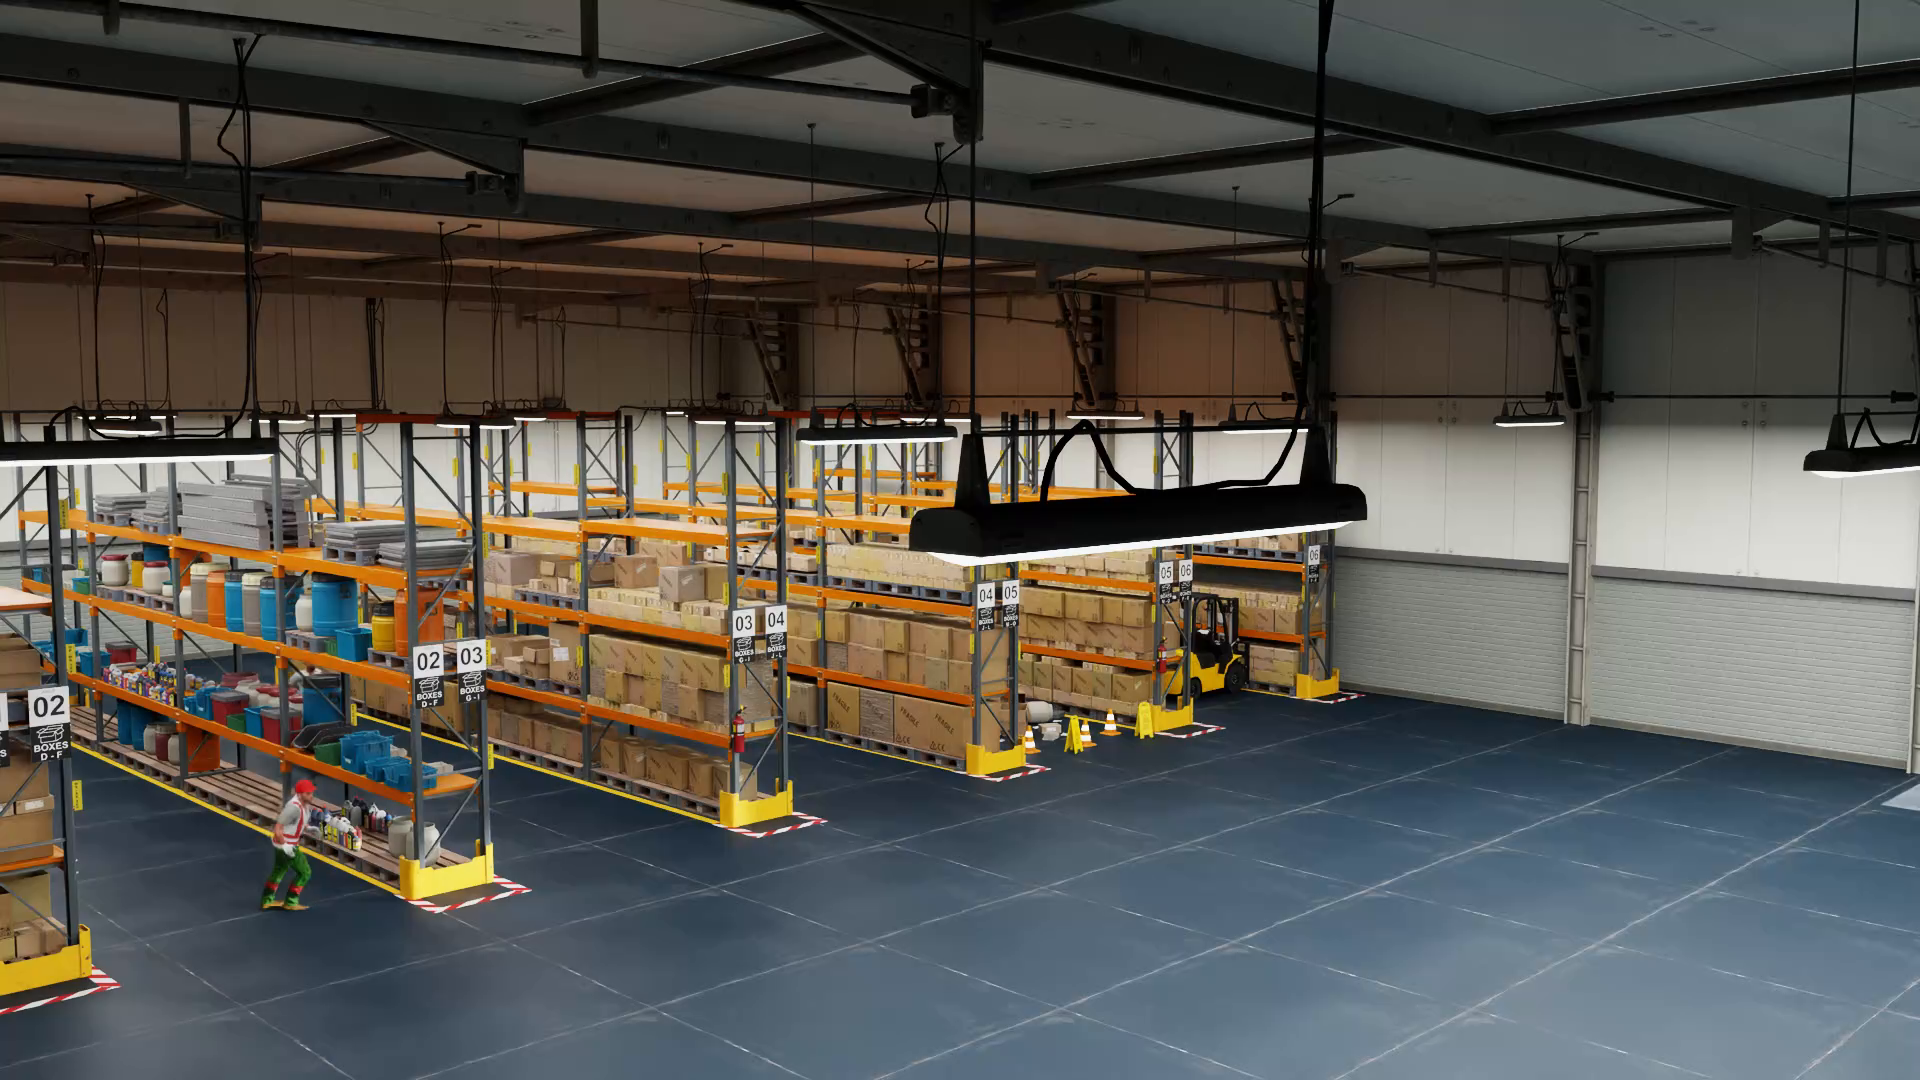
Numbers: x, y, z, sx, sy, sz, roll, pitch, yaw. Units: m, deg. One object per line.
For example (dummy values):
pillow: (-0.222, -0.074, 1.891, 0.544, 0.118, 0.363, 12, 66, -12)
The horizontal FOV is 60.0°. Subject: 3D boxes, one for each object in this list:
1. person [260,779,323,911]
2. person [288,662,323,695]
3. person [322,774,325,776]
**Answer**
person: (-8.223, 3.750, 20.401, 0.753, 1.681, 0.665, -2, 5, -19)
person: (-11.413, 2.900, 29.297, 0.706, 1.792, 0.670, 3, 6, 30)
person: (-10.582, 3.082, 27.733, 0.867, 1.695, 0.657, 1, 5, 13)
